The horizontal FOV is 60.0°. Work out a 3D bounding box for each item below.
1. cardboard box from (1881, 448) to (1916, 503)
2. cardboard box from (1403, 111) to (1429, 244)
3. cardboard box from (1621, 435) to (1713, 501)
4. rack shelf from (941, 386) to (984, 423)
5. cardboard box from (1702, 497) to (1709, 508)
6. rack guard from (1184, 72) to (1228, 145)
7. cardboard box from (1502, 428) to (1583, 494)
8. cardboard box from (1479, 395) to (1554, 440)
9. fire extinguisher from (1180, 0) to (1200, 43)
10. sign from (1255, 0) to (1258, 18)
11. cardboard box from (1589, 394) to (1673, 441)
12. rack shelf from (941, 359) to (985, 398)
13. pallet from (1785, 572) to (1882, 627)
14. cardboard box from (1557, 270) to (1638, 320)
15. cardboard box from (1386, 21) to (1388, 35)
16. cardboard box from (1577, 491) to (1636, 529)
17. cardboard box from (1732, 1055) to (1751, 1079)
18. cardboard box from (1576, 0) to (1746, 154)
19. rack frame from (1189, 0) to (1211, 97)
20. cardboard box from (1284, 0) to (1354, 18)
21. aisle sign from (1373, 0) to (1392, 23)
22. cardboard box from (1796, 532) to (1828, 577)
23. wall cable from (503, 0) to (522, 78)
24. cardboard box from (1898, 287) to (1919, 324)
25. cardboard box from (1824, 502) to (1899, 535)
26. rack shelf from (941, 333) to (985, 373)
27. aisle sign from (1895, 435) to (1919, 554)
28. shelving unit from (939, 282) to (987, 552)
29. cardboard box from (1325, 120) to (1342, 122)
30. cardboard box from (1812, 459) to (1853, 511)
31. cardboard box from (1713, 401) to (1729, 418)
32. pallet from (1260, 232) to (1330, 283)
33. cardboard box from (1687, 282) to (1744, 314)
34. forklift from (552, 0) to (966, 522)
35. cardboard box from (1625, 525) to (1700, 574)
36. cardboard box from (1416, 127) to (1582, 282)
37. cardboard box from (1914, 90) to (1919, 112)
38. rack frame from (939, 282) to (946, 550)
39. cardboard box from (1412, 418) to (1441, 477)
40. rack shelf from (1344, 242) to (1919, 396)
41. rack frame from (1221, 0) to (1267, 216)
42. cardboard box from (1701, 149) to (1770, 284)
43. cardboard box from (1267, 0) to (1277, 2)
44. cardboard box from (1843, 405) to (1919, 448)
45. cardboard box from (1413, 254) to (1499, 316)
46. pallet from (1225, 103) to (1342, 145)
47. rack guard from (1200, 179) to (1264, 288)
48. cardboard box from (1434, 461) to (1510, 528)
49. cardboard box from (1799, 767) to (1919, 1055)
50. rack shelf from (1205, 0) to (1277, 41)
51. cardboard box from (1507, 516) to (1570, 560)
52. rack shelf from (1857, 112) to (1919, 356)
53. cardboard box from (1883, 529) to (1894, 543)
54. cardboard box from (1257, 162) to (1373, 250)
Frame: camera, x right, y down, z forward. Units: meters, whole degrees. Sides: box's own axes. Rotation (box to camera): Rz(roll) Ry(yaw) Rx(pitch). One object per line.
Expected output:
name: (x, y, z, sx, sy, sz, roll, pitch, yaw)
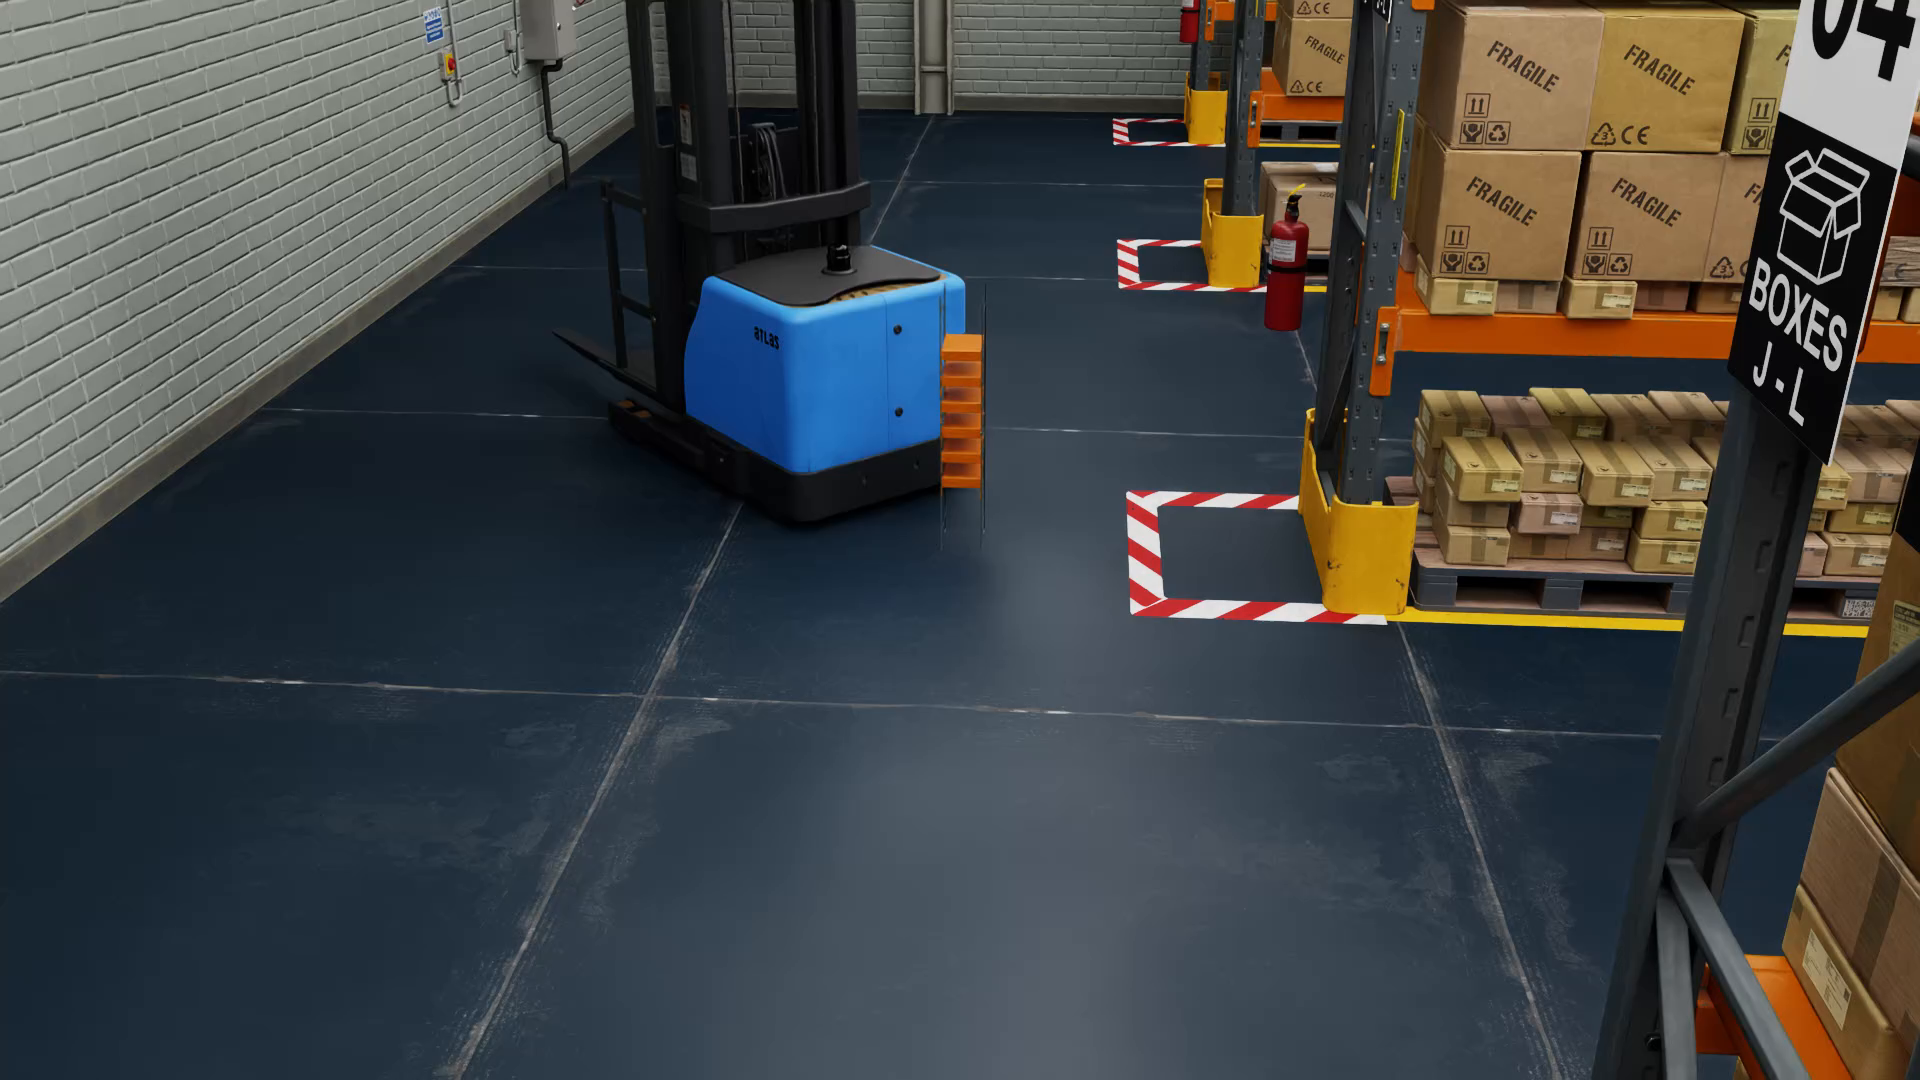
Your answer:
cardboard box: (4.004, -0.244, 6.889, 0.250, 0.149, 0.380, 1, 25, 2)
cardboard box: (2.164, -1.566, 7.089, 0.500, 0.500, 0.500, 2, 25, 5)
cardboard box: (2.972, -0.306, 7.024, 0.250, 0.149, 0.380, 1, 25, 1)
rack shelf: (0.014, -0.613, 7.467, 0.180, 0.103, 0.258, 2, 25, 4)
cardboard box: (3.238, -0.174, 7.092, 0.250, 0.149, 0.380, 1, 25, 1)
rack guard: (2.427, -4.290, 16.474, 0.348, 0.500, 1.175, 2, 25, 4)
cardboard box: (2.477, -0.341, 7.100, 0.250, 0.149, 0.380, 2, 25, 5)
cardboard box: (2.490, -0.515, 7.477, 0.250, 0.149, 0.380, 2, 25, 5)
fire extinguisher: (2.169, -5.035, 15.643, 0.183, 0.674, 0.296, 2, 25, 4)
sign: (1.926, -3.557, 10.761, 0.005, 0.325, 0.100, 2, 25, 4)
cardboard box: (3.011, -0.525, 7.499, 0.250, 0.149, 0.380, 1, 25, 2)
rack shelf: (0.014, -0.722, 7.416, 0.180, 0.103, 0.258, 2, 25, 4)
pallet: (3.793, 0.058, 7.372, 1.213, 0.211, 1.003, 2, 25, 4)
cardboard box: (2.515, -1.009, 6.656, 0.250, 0.149, 0.380, 1, 25, 2)
cardboard box: (2.938, -3.265, 11.137, 0.500, 0.500, 0.500, 1, 25, 3)
cardboard box: (2.719, -0.196, 7.140, 0.250, 0.149, 0.380, 2, 25, 5)
cardboard box: (1.860, 1.533, 2.869, 0.875, 0.875, 0.875, 2, 25, 4)
cardboard box: (2.627, -1.789, 6.377, 0.500, 0.500, 0.500, 3, 25, 6)
rack frame: (2.351, -5.428, 15.957, 0.127, 3.000, 1.000, 2, 25, 4)
cardboard box: (2.431, -3.724, 10.940, 0.500, 0.500, 0.500, 1, 25, 3)
aisle sign: (1.601, -2.351, 6.160, 0.004, 0.787, 0.394, 2, 25, 4)
cardboard box: (3.460, 0.008, 7.052, 0.250, 0.149, 0.380, 1, 25, 1)
wall cable: (-3.552, -4.582, 12.905, 0.122, 1.984, 0.588, 2, 25, 4)
cardboard box: (3.818, -0.982, 6.596, 0.250, 0.149, 0.380, 2, 25, 5)
cardboard box: (3.780, -0.170, 7.083, 0.250, 0.149, 0.380, 3, 25, 6)
rack shelf: (0.014, -0.831, 7.366, 0.180, 0.103, 0.258, 2, 25, 4)
aisle sign: (1.121, -0.287, 1.675, 0.004, 0.787, 0.394, 2, 25, 4)
shelving unit: (0.014, -0.545, 7.498, 0.189, 1.200, 0.258, 2, 25, 4)
cardboard box: (3.803, -4.380, 16.169, 0.500, 0.500, 0.700, 3, 25, 6)
cardboard box: (3.506, -0.266, 6.936, 0.250, 0.149, 0.380, 2, 25, 5)
cardboard box: (3.537, -0.485, 7.412, 0.250, 0.149, 0.380, 1, 25, 2)
pallet: (2.778, -2.099, 12.059, 1.213, 0.211, 1.003, 2, 25, 4)
cardboard box: (3.053, -1.039, 6.721, 0.250, 0.149, 0.380, 2, 25, 3)
forklift: (-1.253, -1.969, 8.523, 1.130, 2.935, 3.031, -18, 30, -34)
cardboard box: (2.956, -0.005, 7.080, 0.250, 0.149, 0.380, 2, 25, 5)
cardboard box: (2.123, -1.343, 6.606, 0.500, 0.500, 0.500, 3, 25, 6)
cardboard box: (3.653, -1.748, 6.289, 0.500, 0.500, 0.500, 1, 25, 2)
rack frame: (-0.077, -0.548, 7.505, 0.006, 1.200, 0.240, 2, 25, 4)
cardboard box: (2.244, -0.425, 7.638, 0.250, 0.149, 0.380, 1, 25, 3)
rack shelf: (3.690, -0.902, 6.982, 4.000, 0.370, 1.077, 2, 25, 4)
rack frame: (1.975, -3.359, 11.461, 0.127, 3.000, 1.000, 2, 25, 4)
cardboard box: (3.146, -1.316, 6.546, 0.500, 0.500, 0.500, 2, 25, 5)
cardboard box: (2.915, -5.200, 15.763, 0.250, 0.149, 0.380, 2, 25, 5)
cardboard box: (4.044, -0.464, 7.367, 0.250, 0.149, 0.380, 1, 25, 2)
cardboard box: (1.994, -1.031, 6.703, 0.250, 0.149, 0.380, 2, 25, 4)
pallet: (3.222, -4.133, 16.480, 1.213, 0.211, 1.003, 2, 25, 4)
rack guard: (1.951, -2.224, 11.985, 0.348, 0.500, 1.175, 2, 25, 4)
cardboard box: (2.199, -0.199, 7.147, 0.250, 0.149, 0.380, 3, 25, 6)
cardboard box: (1.719, 0.610, 2.661, 0.500, 0.250, 0.500, 1, 25, 3)
rack shelf: (4.345, -5.037, 15.968, 4.000, 0.370, 1.077, 2, 25, 4)
cardboard box: (2.461, -0.064, 7.208, 0.250, 0.149, 0.380, 2, 25, 4)
rack shelf: (3.210, -0.200, 1.869, 4.000, 0.370, 1.077, 2, 25, 4)
cardboard box: (3.981, 0.000, 7.070, 0.250, 0.149, 0.380, 2, 25, 5)
cardboard box: (2.640, -2.406, 11.953, 0.875, 0.438, 0.875, 1, 25, 2)
